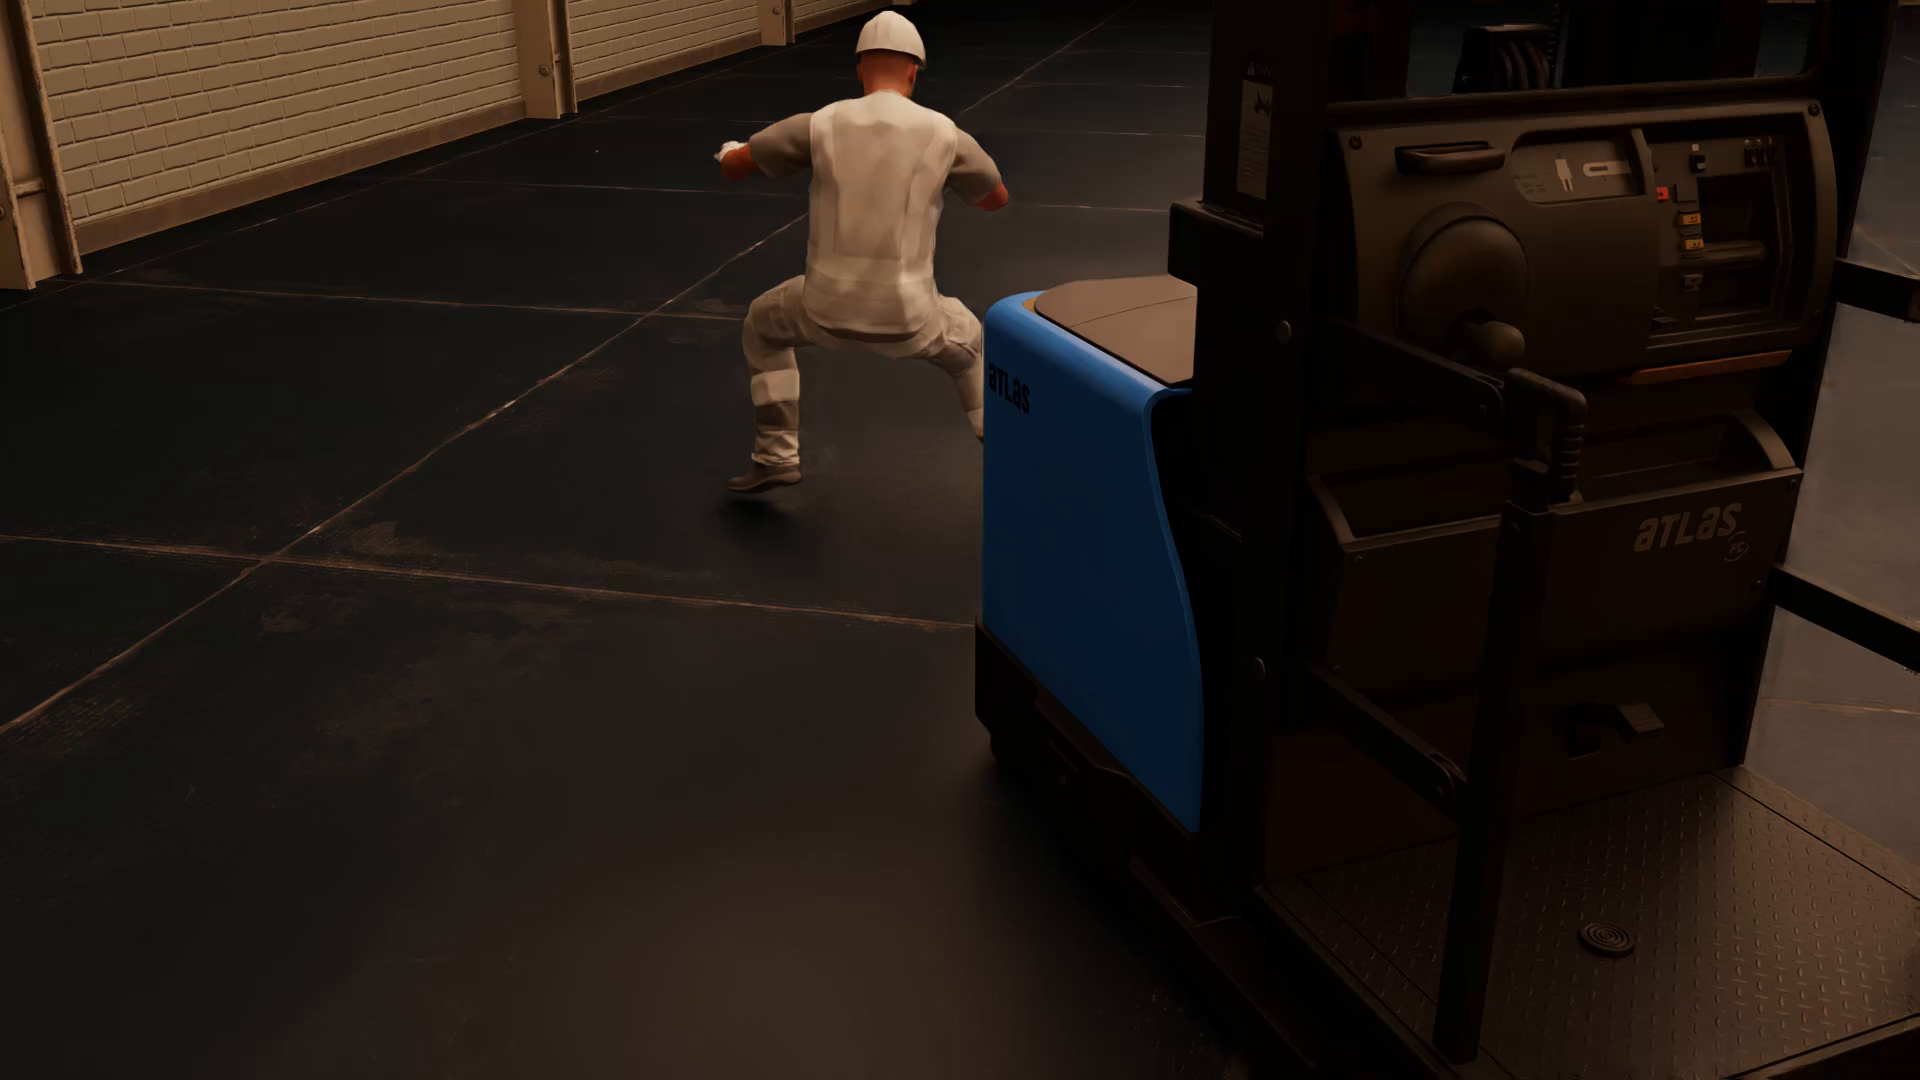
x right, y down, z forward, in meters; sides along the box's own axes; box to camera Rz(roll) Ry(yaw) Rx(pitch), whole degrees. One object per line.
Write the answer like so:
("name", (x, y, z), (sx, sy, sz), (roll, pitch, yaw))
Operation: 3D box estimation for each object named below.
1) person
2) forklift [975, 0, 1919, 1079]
("person", (-0.258, -0.841, 5.168), (1.060, 1.548, 0.753), (1, 22, 3))
("forklift", (1.065, -0.452, 2.374), (1.130, 2.935, 3.031), (-9, 24, -21))
